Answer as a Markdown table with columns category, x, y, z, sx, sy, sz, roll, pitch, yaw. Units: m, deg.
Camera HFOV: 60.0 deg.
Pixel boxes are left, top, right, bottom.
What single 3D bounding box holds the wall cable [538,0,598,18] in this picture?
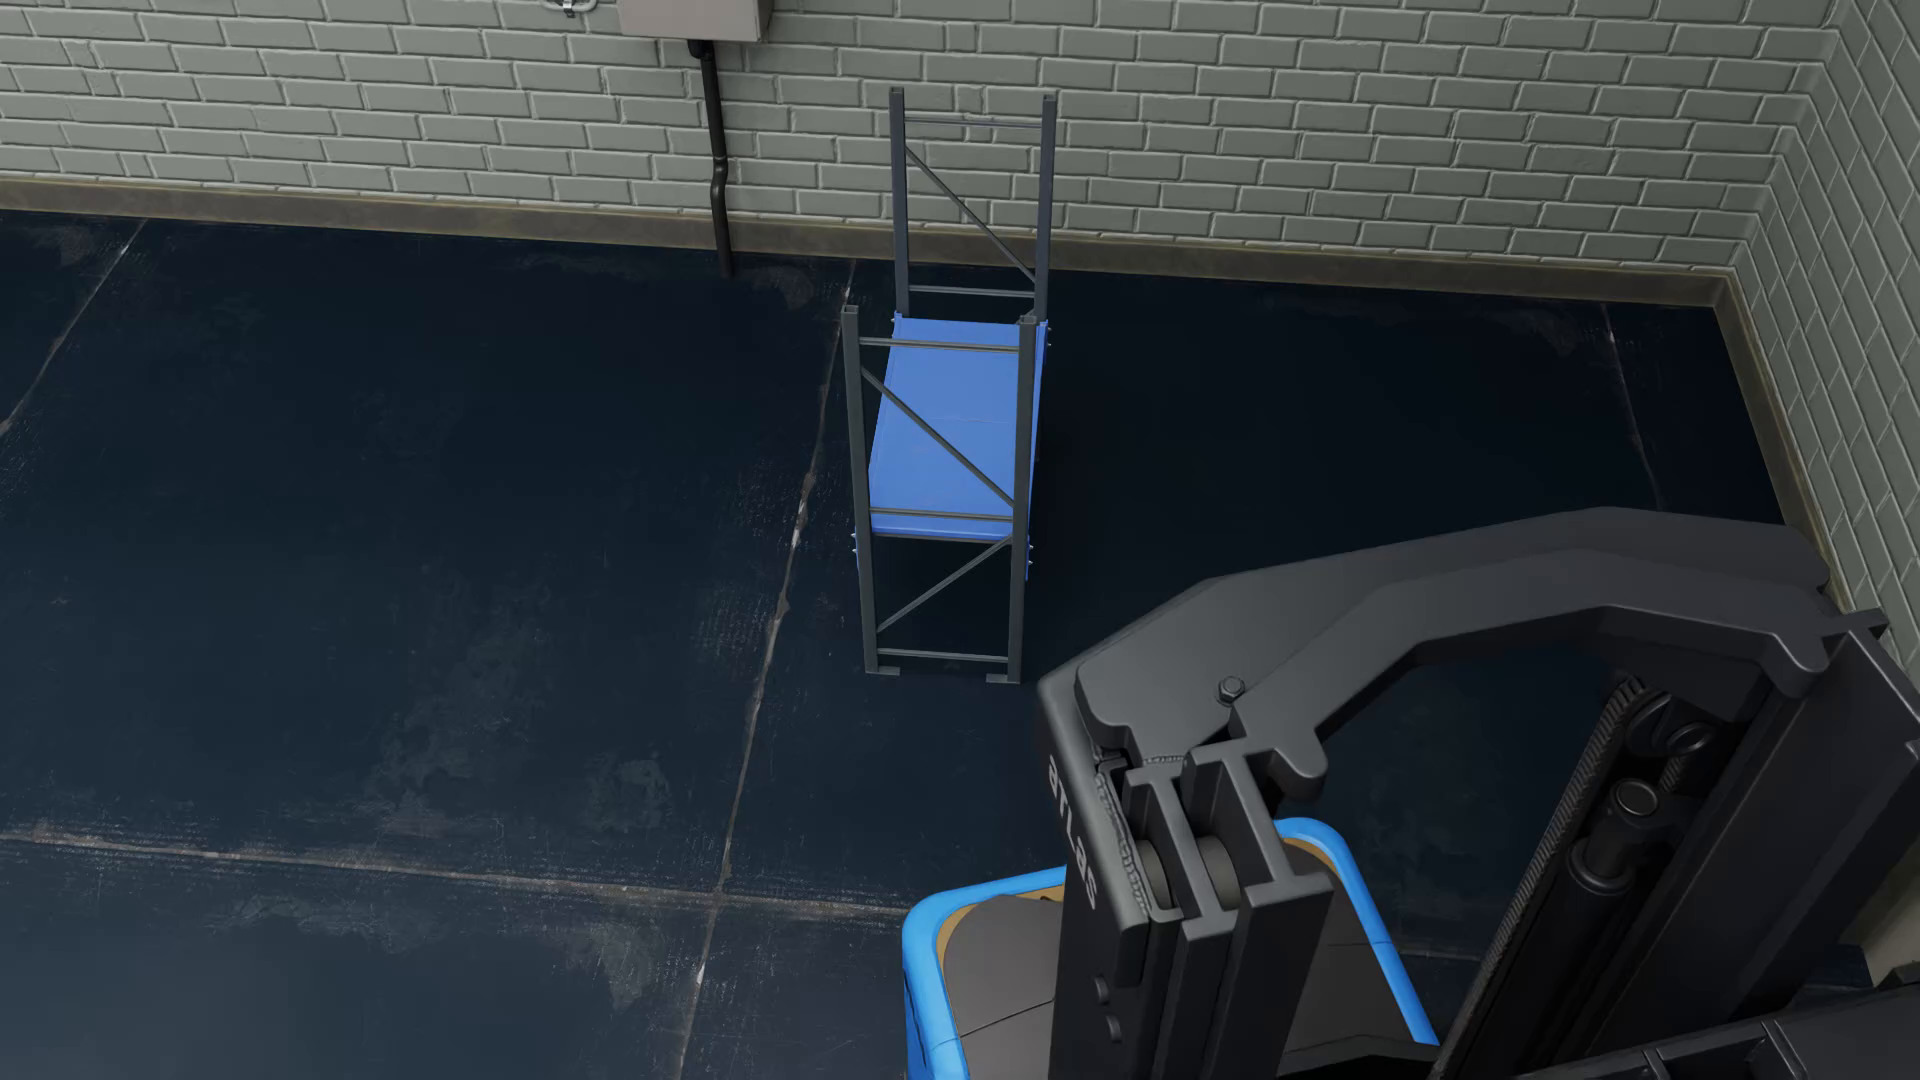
| category | x | y | z | sx | sy | sz | roll | pitch | yaw |
| --- | --- | --- | --- | --- | --- | --- | --- | --- | --- |
| wall cable | -1.583 | -2.571 | 5.380 | 0.588 | 1.984 | 0.122 | 4 | 48 | 4 |

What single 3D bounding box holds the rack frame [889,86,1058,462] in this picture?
| category | x | y | z | sx | sy | sz | roll | pitch | yaw |
| --- | --- | --- | --- | --- | --- | --- | --- | --- | --- |
| rack frame | 0.039 | -0.817 | 5.481 | 0.500 | 1.500 | 0.032 | 4 | 48 | 4 |

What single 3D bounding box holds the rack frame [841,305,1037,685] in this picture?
| category | x | y | z | sx | sy | sz | roll | pitch | yaw |
| --- | --- | --- | --- | --- | --- | --- | --- | --- | --- |
| rack frame | -0.054 | -0.070 | 4.798 | 0.500 | 1.500 | 0.032 | 4 | 48 | 4 |

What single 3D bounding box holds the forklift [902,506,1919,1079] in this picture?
| category | x | y | z | sx | sy | sz | roll | pitch | yaw |
| --- | --- | --- | --- | --- | --- | --- | --- | --- | --- |
| forklift | 0.703 | 1.488 | 2.402 | 1.130 | 2.935 | 3.031 | -10 | 48 | -9 |

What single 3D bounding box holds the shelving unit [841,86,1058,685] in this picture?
| category | x | y | z | sx | sy | sz | roll | pitch | yaw |
| --- | --- | --- | --- | --- | --- | --- | --- | --- | --- |
| shelving unit | -0.008 | -0.443 | 5.139 | 0.538 | 1.500 | 1.048 | 4 | 48 | 4 |

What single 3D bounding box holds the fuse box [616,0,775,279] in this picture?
| category | x | y | z | sx | sy | sz | roll | pitch | yaw |
| --- | --- | --- | --- | --- | --- | --- | --- | --- | --- |
| fuse box | -0.918 | -1.632 | 6.083 | 0.539 | 1.711 | 0.414 | 4 | 48 | 4 |

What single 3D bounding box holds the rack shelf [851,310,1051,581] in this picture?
| category | x | y | z | sx | sy | sz | roll | pitch | yaw |
| --- | --- | --- | --- | --- | --- | --- | --- | --- | --- |
| rack shelf | -0.008 | -0.322 | 5.272 | 0.538 | 0.185 | 1.000 | 4 | 48 | 4 |
